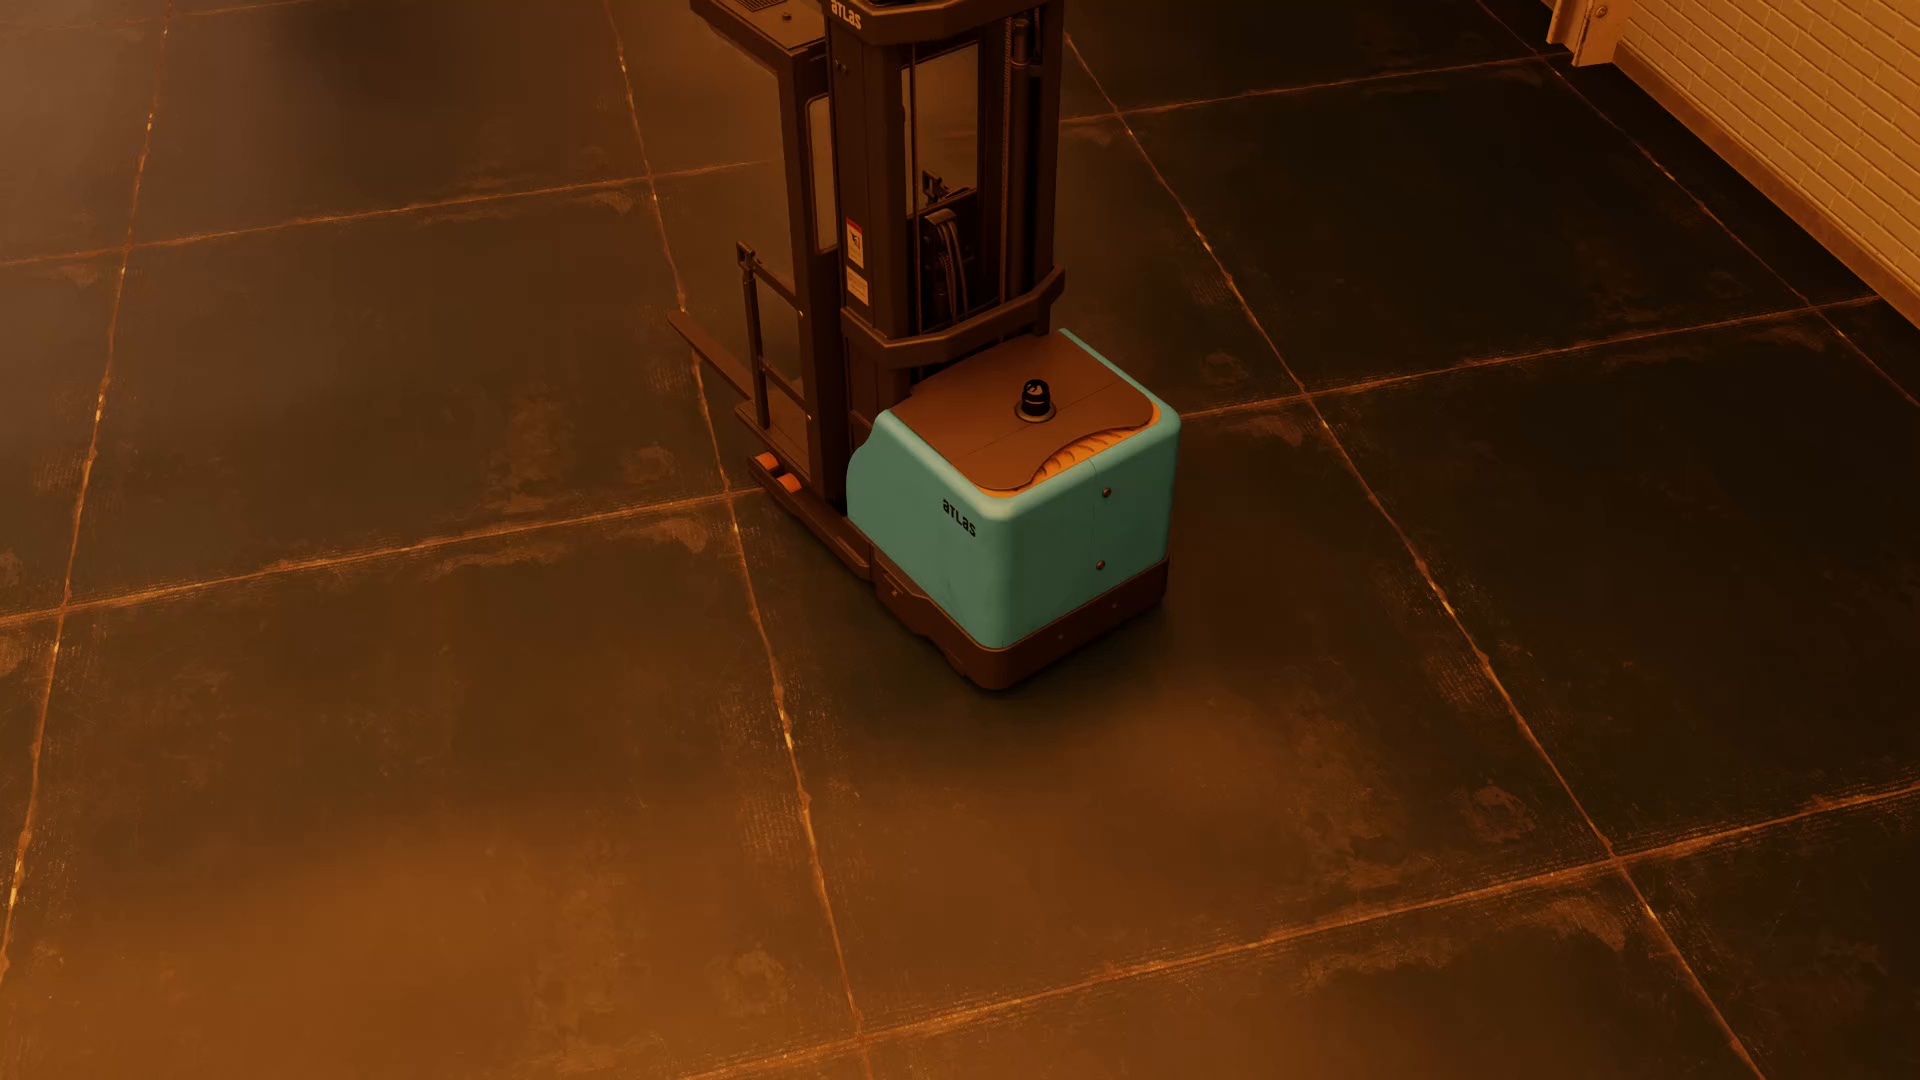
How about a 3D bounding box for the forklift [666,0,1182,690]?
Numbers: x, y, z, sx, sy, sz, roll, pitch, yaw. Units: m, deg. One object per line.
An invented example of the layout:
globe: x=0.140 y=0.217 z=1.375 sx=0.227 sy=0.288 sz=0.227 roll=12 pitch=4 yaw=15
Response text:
forklift: x=-0.366 y=-1.399 z=7.126 sx=1.130 sy=2.935 sz=3.031 roll=-27 pitch=50 yaw=-26
